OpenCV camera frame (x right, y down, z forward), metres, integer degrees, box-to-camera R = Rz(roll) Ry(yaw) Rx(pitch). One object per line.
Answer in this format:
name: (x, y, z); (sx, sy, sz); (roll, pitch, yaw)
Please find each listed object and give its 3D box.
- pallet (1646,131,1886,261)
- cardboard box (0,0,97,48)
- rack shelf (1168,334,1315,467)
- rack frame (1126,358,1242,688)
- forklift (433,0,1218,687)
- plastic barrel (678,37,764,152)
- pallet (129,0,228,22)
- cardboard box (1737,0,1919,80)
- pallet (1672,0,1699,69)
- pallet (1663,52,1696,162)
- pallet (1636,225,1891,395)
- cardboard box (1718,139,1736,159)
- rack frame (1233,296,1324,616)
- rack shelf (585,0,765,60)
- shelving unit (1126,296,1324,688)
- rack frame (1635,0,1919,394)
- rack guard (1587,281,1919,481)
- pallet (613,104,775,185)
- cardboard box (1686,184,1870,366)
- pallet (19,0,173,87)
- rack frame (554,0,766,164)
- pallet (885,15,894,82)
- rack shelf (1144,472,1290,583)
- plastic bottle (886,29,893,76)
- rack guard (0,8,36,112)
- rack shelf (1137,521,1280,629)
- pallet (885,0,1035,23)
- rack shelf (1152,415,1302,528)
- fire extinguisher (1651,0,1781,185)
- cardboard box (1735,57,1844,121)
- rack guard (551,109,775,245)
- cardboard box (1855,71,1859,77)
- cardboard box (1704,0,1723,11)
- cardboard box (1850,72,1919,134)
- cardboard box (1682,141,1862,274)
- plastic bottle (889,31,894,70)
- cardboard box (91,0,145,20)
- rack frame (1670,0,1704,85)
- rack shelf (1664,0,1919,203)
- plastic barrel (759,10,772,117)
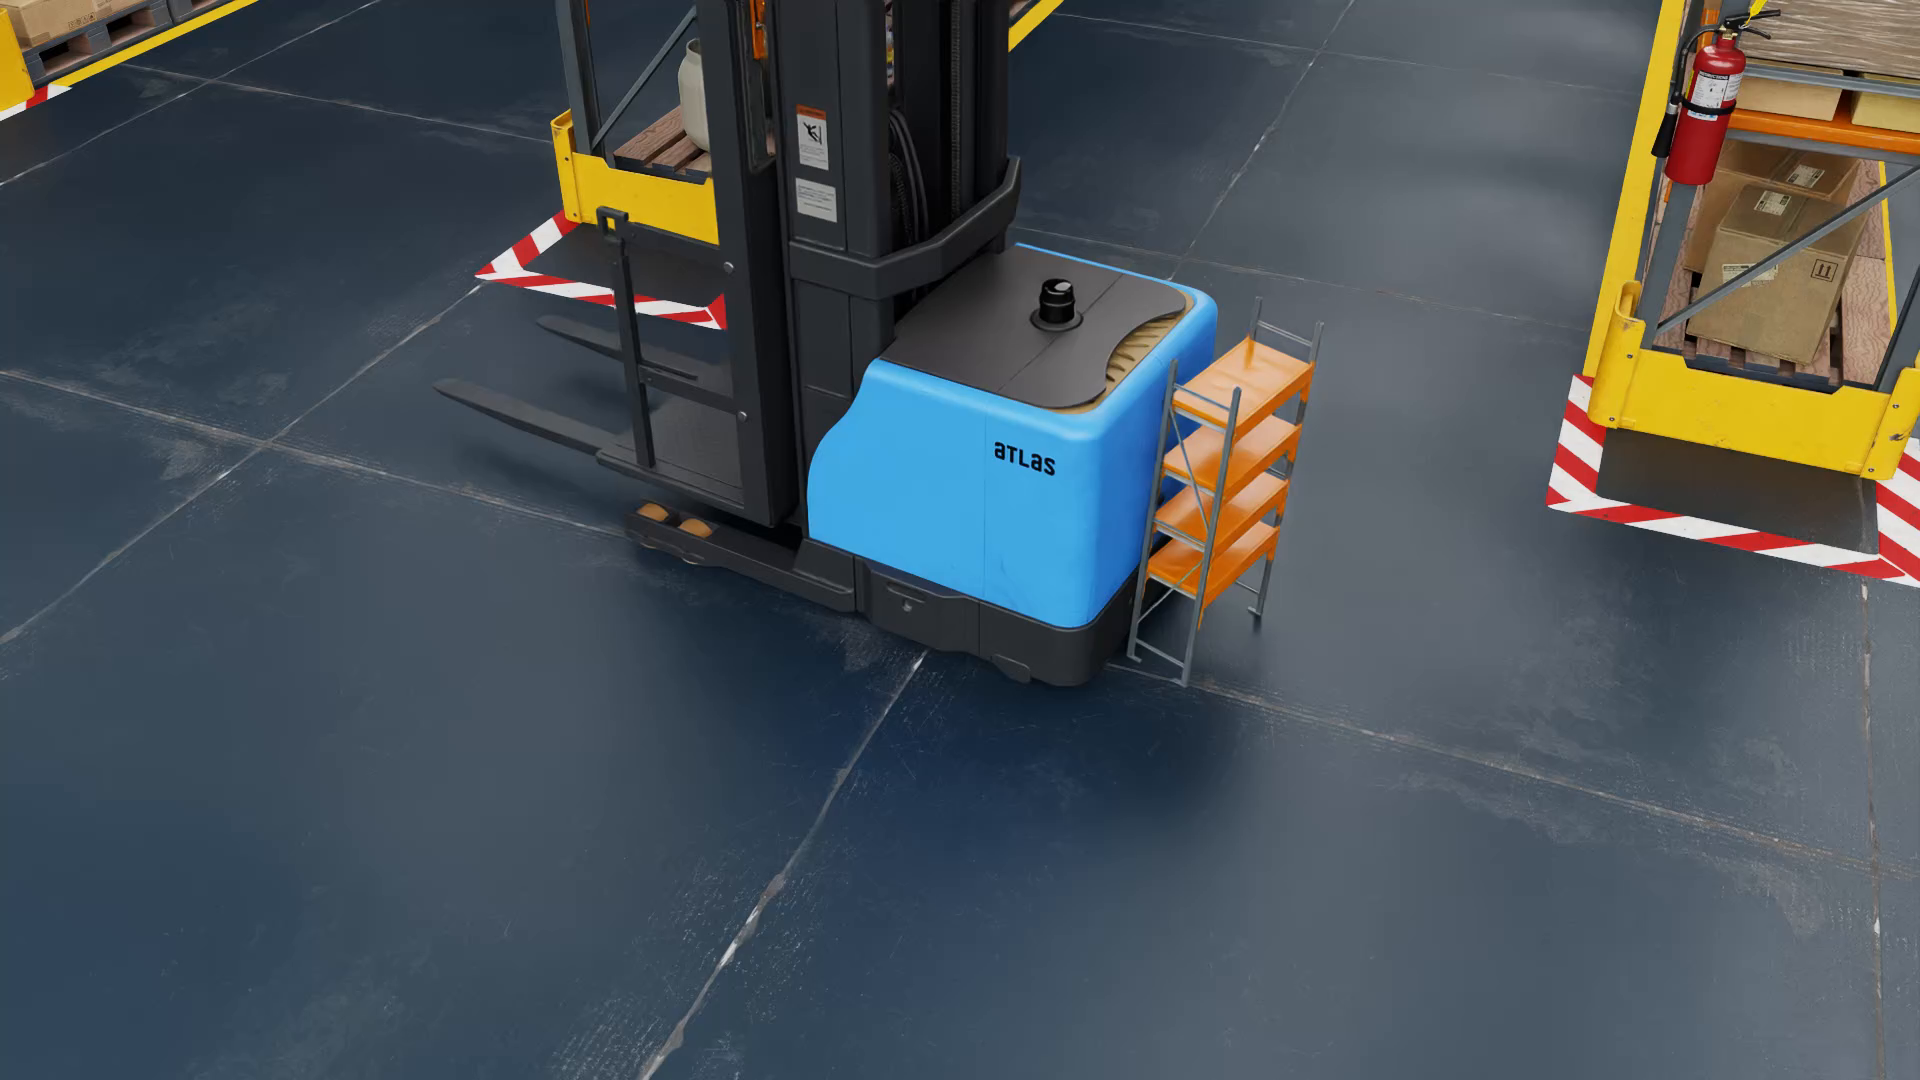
pallet: (4.011, -1.650, 8.281); (1.003, 0.211, 1.213); (14, 39, 18)
cardboard box: (-5.576, -3.182, 9.947); (0.500, 0.250, 0.500); (14, 39, 18)
rack shelf: (0.867, -0.441, 5.170); (0.258, 0.148, 0.480); (28, 45, 28)
rack frame: (0.696, -0.022, 5.265); (0.240, 1.200, 0.015); (28, 45, 28)
forklift: (-0.655, -1.336, 5.589); (3.031, 2.935, 1.130); (19, 41, 24)
plastic barrel: (-1.226, -2.292, 8.538); (0.421, 0.512, 0.421); (0, 37, 0)
pallet: (-5.268, -3.858, 11.235); (1.003, 0.211, 1.213); (14, 39, 18)
cardboard box: (3.409, -2.068, 6.179); (0.875, 0.500, 0.500); (14, 39, 18)
pallet: (4.991, -3.139, 10.274); (1.003, 0.211, 1.213); (14, 39, 18)
pallet: (4.473, -2.328, 9.188); (1.003, 0.211, 1.213); (14, 39, 18)
pallet: (3.545, -0.977, 7.381); (1.003, 0.211, 1.213); (14, 39, 18)
cardboard box: (3.879, -1.800, 7.890); (0.500, 0.500, 0.500); (18, 40, 22)
rack frame: (1.001, -0.250, 5.570); (0.240, 1.200, 0.015); (28, 45, 28)
rack shelf: (-0.645, -3.557, 9.105); (1.077, 0.370, 4.000); (14, 39, 18)
shelving unit: (0.848, -0.136, 5.417); (0.258, 1.200, 0.503); (28, 45, 28)
rack frame: (3.174, -1.610, 5.899); (1.000, 3.000, 0.127); (14, 39, 18)
rack guard: (3.203, -0.651, 6.703); (1.175, 0.500, 0.348); (14, 39, 18)
pallet: (-1.107, -2.123, 8.914); (1.003, 0.211, 1.213); (14, 39, 18)
cardboard box: (3.427, -1.119, 6.979); (0.500, 0.500, 0.500); (21, 42, 26)
pallet: (-5.733, -3.185, 10.334); (1.003, 0.211, 1.213); (14, 39, 18)
rack frame: (-1.406, -2.738, 7.408); (1.000, 3.000, 0.127); (14, 39, 18)
pallet: (-0.641, -2.796, 9.814); (1.003, 0.211, 1.213); (14, 39, 18)
rack shelf: (0.845, -0.084, 5.459); (0.258, 0.148, 0.480); (28, 45, 28)
plastic bottle: (-0.428, -2.755, 9.341); (0.097, 0.271, 0.097); (0, 37, 0)
rack guard: (-5.995, -2.854, 9.651); (1.175, 0.500, 0.348); (14, 39, 18)
rack shelf: (0.836, 0.071, 5.584); (0.258, 0.148, 0.480); (28, 45, 28)
pallet: (-0.178, -3.474, 10.721); (1.003, 0.211, 1.213); (14, 39, 18)
rack shelf: (0.856, -0.257, 5.319); (0.258, 0.148, 0.480); (28, 45, 28)
fire extinguisher: (2.704, -1.621, 5.977); (0.296, 0.674, 0.183); (14, 39, 18)
cardboard box: (3.092, -1.714, 6.248); (0.380, 0.149, 0.250); (14, 39, 18)
rack guard: (-1.421, -1.790, 8.227); (1.175, 0.500, 0.348); (14, 39, 18)
cardboard box: (3.616, -1.747, 6.292); (0.380, 0.149, 0.250); (14, 39, 18)
cardboard box: (3.488, -2.372, 6.586); (0.875, 0.500, 0.500); (14, 39, 18)
cardboard box: (3.503, -1.613, 6.112); (0.380, 0.149, 0.250); (14, 39, 18)
cardboard box: (3.623, -1.458, 7.432); (0.500, 0.500, 0.500); (25, 43, 29)
plastic bottle: (-0.389, -2.784, 9.439); (0.097, 0.201, 0.097); (0, 37, 0)
cardboard box: (-5.389, -3.460, 10.319); (0.500, 0.250, 0.500); (14, 39, 18)
rack frame: (4.696, -3.825, 8.862); (1.000, 3.000, 0.127); (14, 39, 18)
rack shelf: (3.935, -2.429, 7.595); (1.077, 0.370, 4.000); (14, 39, 18)
plastic barrel: (-1.036, -2.569, 8.909); (0.421, 0.512, 0.421); (0, 37, 0)
